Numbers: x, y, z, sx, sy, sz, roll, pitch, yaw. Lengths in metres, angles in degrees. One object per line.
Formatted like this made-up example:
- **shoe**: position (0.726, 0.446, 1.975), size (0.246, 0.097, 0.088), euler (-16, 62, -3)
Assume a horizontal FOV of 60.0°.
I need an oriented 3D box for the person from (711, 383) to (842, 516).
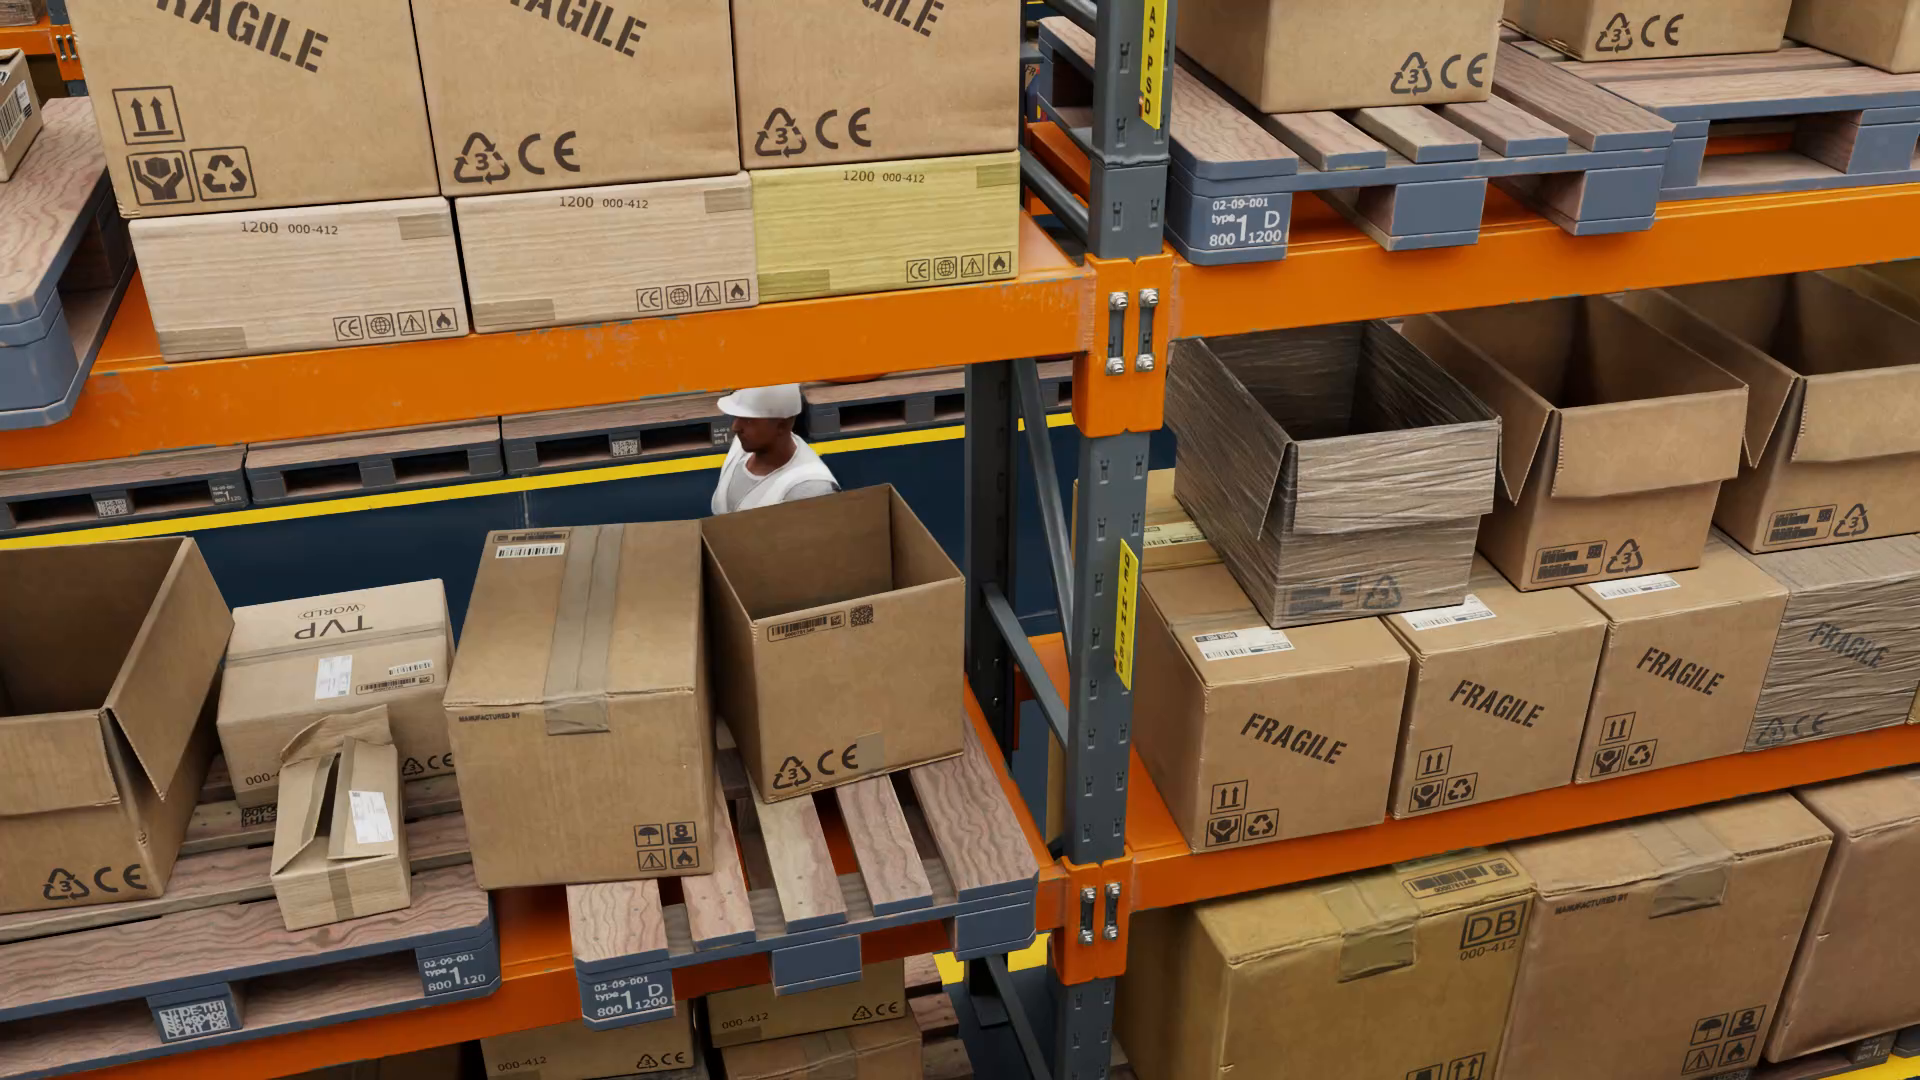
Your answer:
- **person**: position (-0.641, 0.215, 5.694), size (0.580, 1.786, 0.641), euler (-19, 35, -30)
